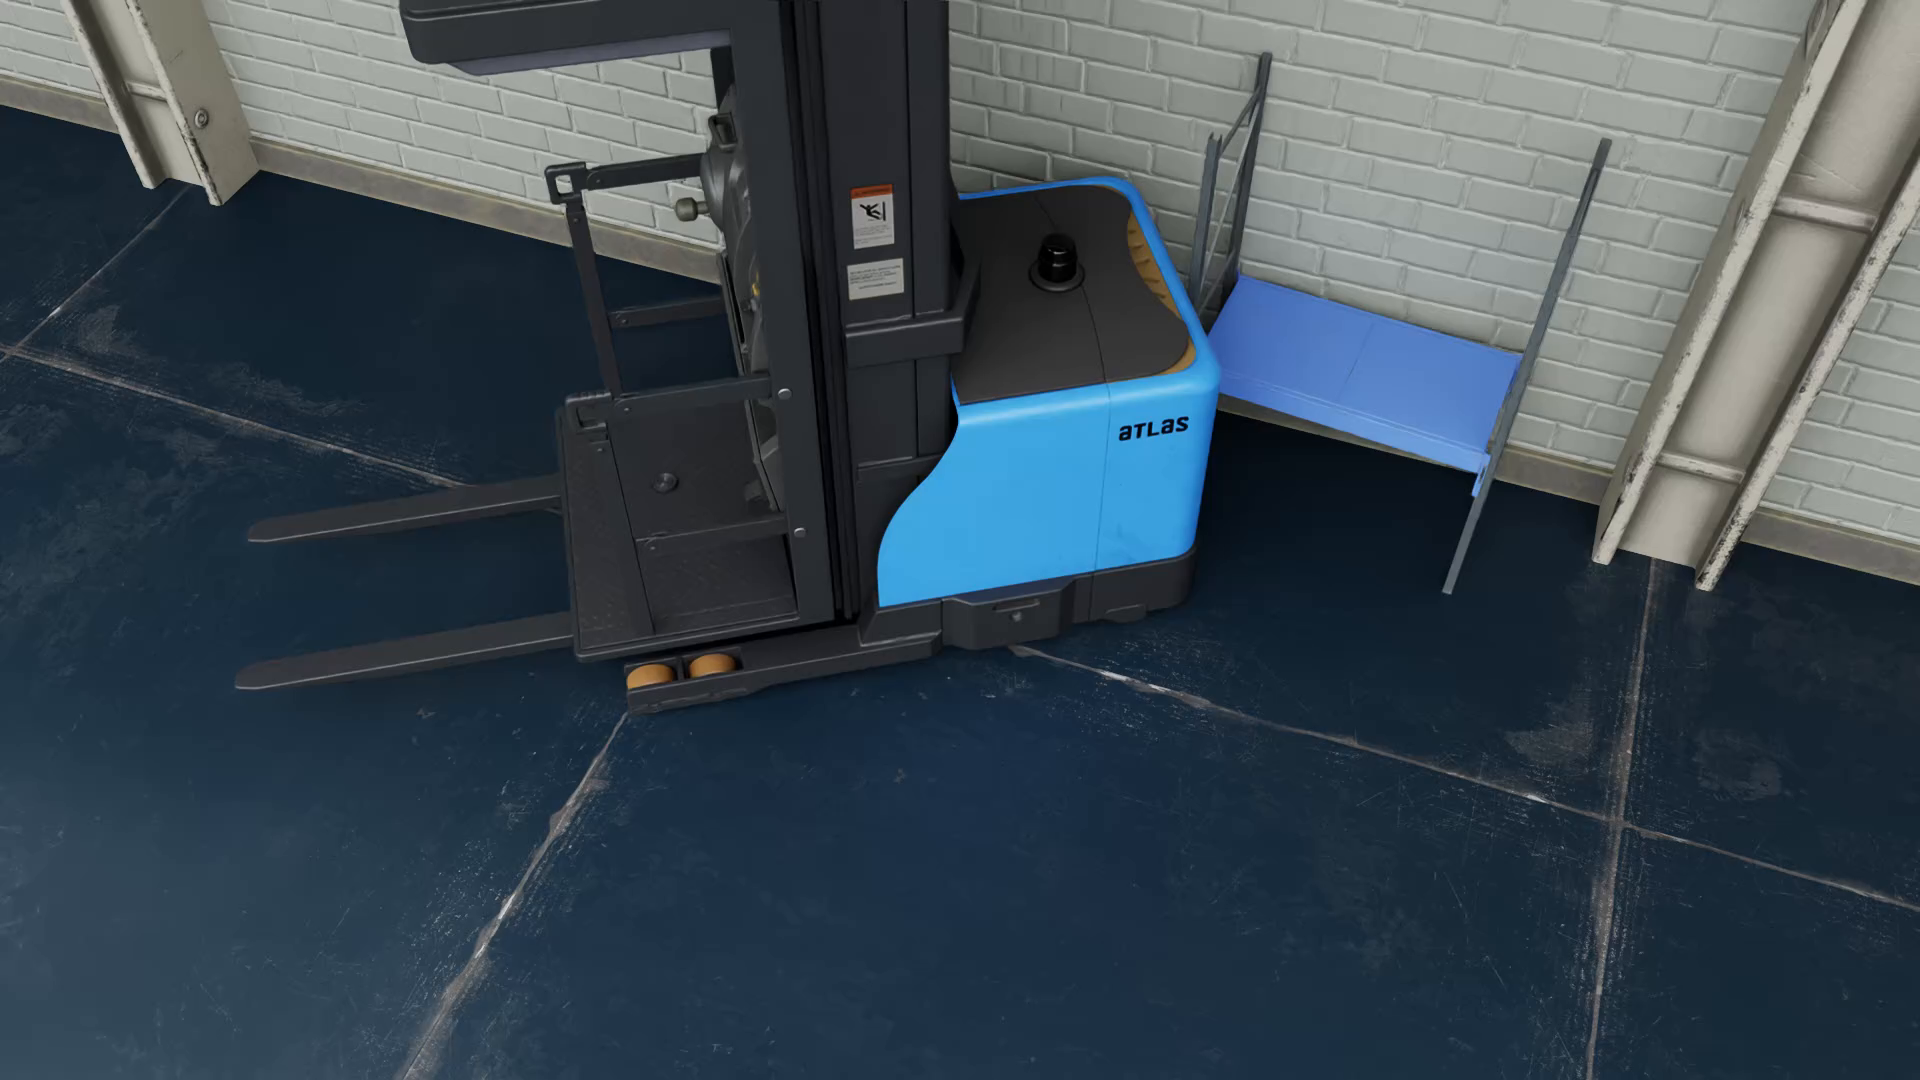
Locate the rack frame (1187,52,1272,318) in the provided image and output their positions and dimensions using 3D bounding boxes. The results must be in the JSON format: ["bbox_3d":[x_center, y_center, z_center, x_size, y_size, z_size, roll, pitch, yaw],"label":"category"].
[{"bbox_3d":[0.825,-0.813,5.459,0.032,1.500,0.500,20,51,16],"label":"rack frame"}]

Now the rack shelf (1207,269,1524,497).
[{"bbox_3d":[1.284,-0.530,5.452,1.000,0.185,0.538,20,51,16],"label":"rack shelf"}]

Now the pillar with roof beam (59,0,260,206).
[{"bbox_3d":[-4.720,-1.453,1.054,0.400,9.000,9.100,16,51,13],"label":"pillar with roof beam"}]

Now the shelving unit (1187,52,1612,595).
[{"bbox_3d":[1.284,-0.649,5.317,1.048,1.500,0.538,20,51,16],"label":"shelving unit"}]

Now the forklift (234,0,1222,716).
[{"bbox_3d":[-0.801,-0.852,4.549,3.031,2.935,1.130,-9,50,-8],"label":"forklift"}]

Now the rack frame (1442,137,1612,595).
[{"bbox_3d":[1.744,-0.485,5.175,0.032,1.500,0.500,20,51,16],"label":"rack frame"}]
